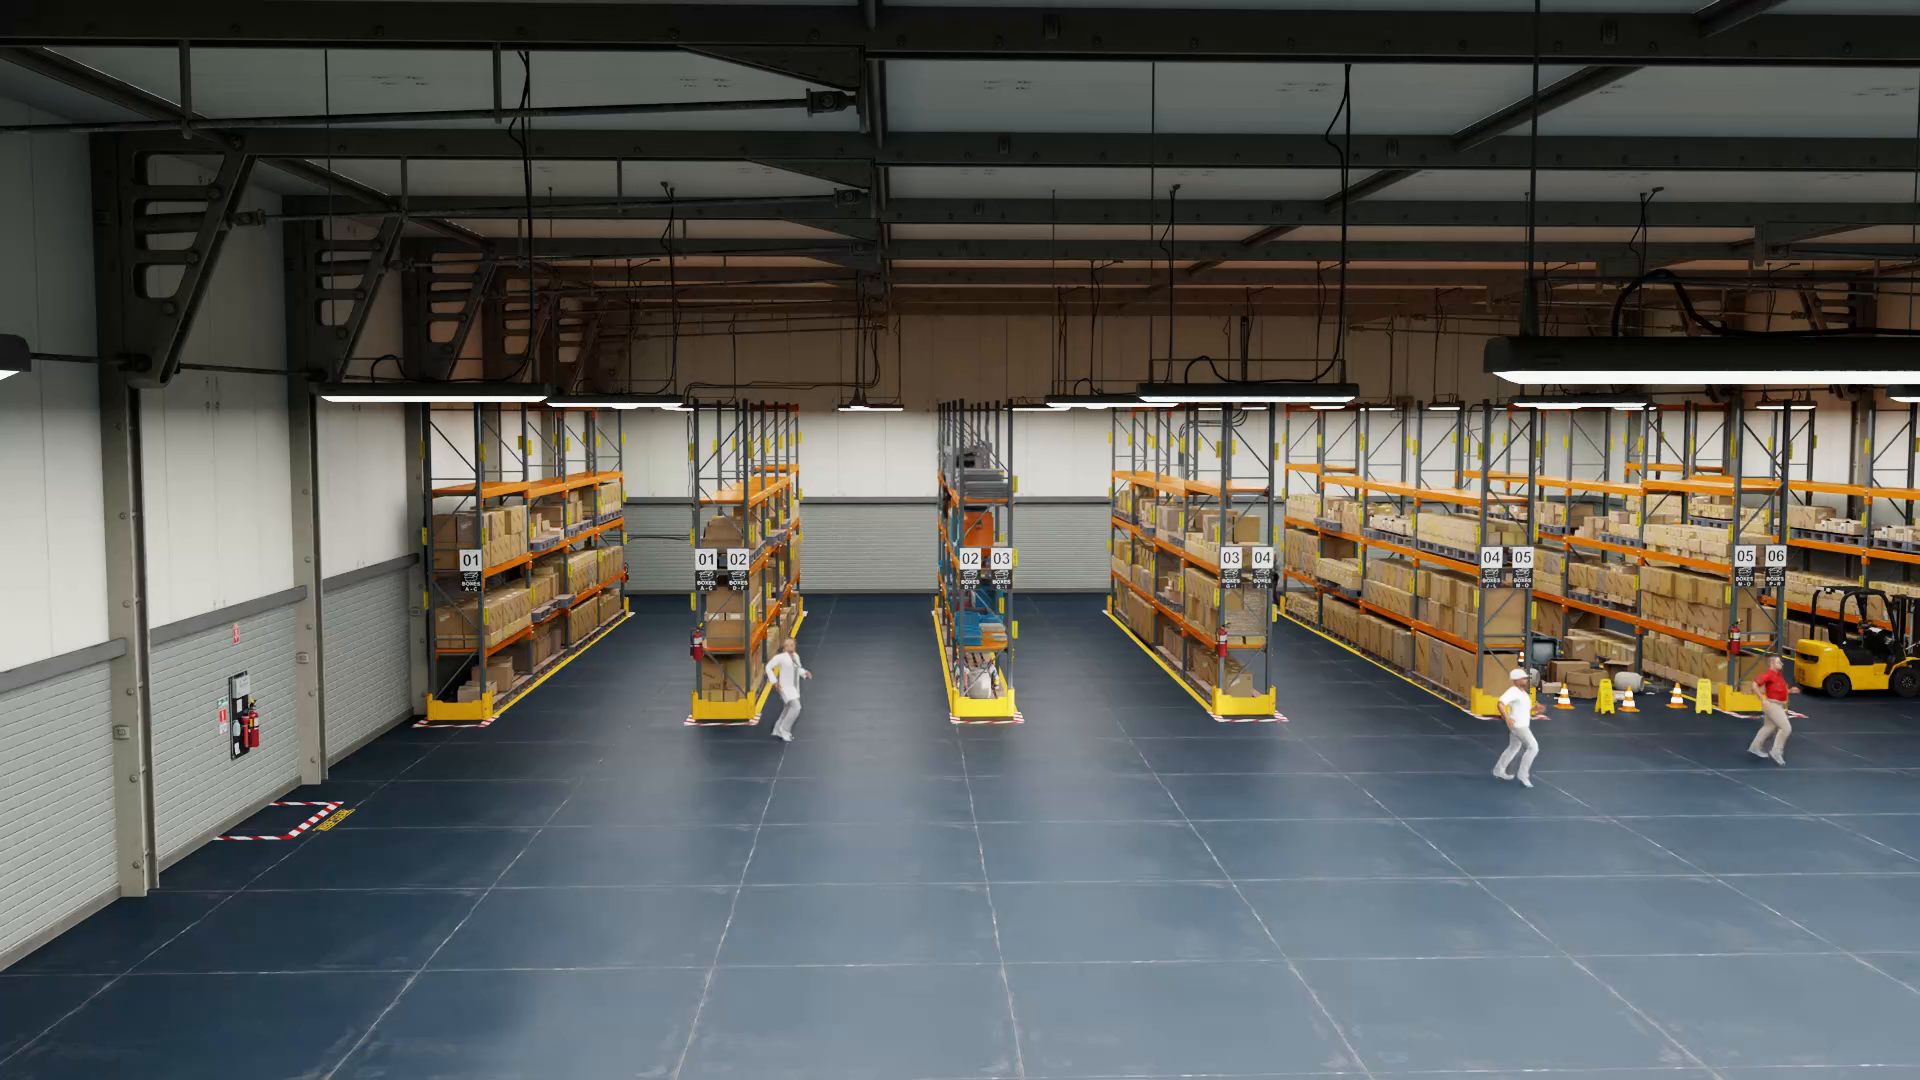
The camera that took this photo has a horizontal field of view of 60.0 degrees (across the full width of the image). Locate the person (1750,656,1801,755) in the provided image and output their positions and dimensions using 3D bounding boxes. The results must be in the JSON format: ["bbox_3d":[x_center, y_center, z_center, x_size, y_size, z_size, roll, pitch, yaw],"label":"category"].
[{"bbox_3d":[13.381,2.698,27.299,0.742,1.590,0.635,3,5,37],"label":"person"}]

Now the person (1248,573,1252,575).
[{"bbox_3d":[8.671,1.196,48.386,0.640,1.745,0.724,-3,5,-38],"label":"person"}]

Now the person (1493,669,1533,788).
[{"bbox_3d":[8.562,2.897,25.670,0.613,1.825,0.646,2,5,22],"label":"person"}]

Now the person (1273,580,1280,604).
[{"bbox_3d":[9.158,1.468,48.830,0.719,0.881,0.495,-3,5,-32],"label":"person"}]

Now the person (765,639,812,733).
[{"bbox_3d":[-2.970,2.576,29.154,0.752,1.675,0.691,2,5,28],"label":"person"}]
